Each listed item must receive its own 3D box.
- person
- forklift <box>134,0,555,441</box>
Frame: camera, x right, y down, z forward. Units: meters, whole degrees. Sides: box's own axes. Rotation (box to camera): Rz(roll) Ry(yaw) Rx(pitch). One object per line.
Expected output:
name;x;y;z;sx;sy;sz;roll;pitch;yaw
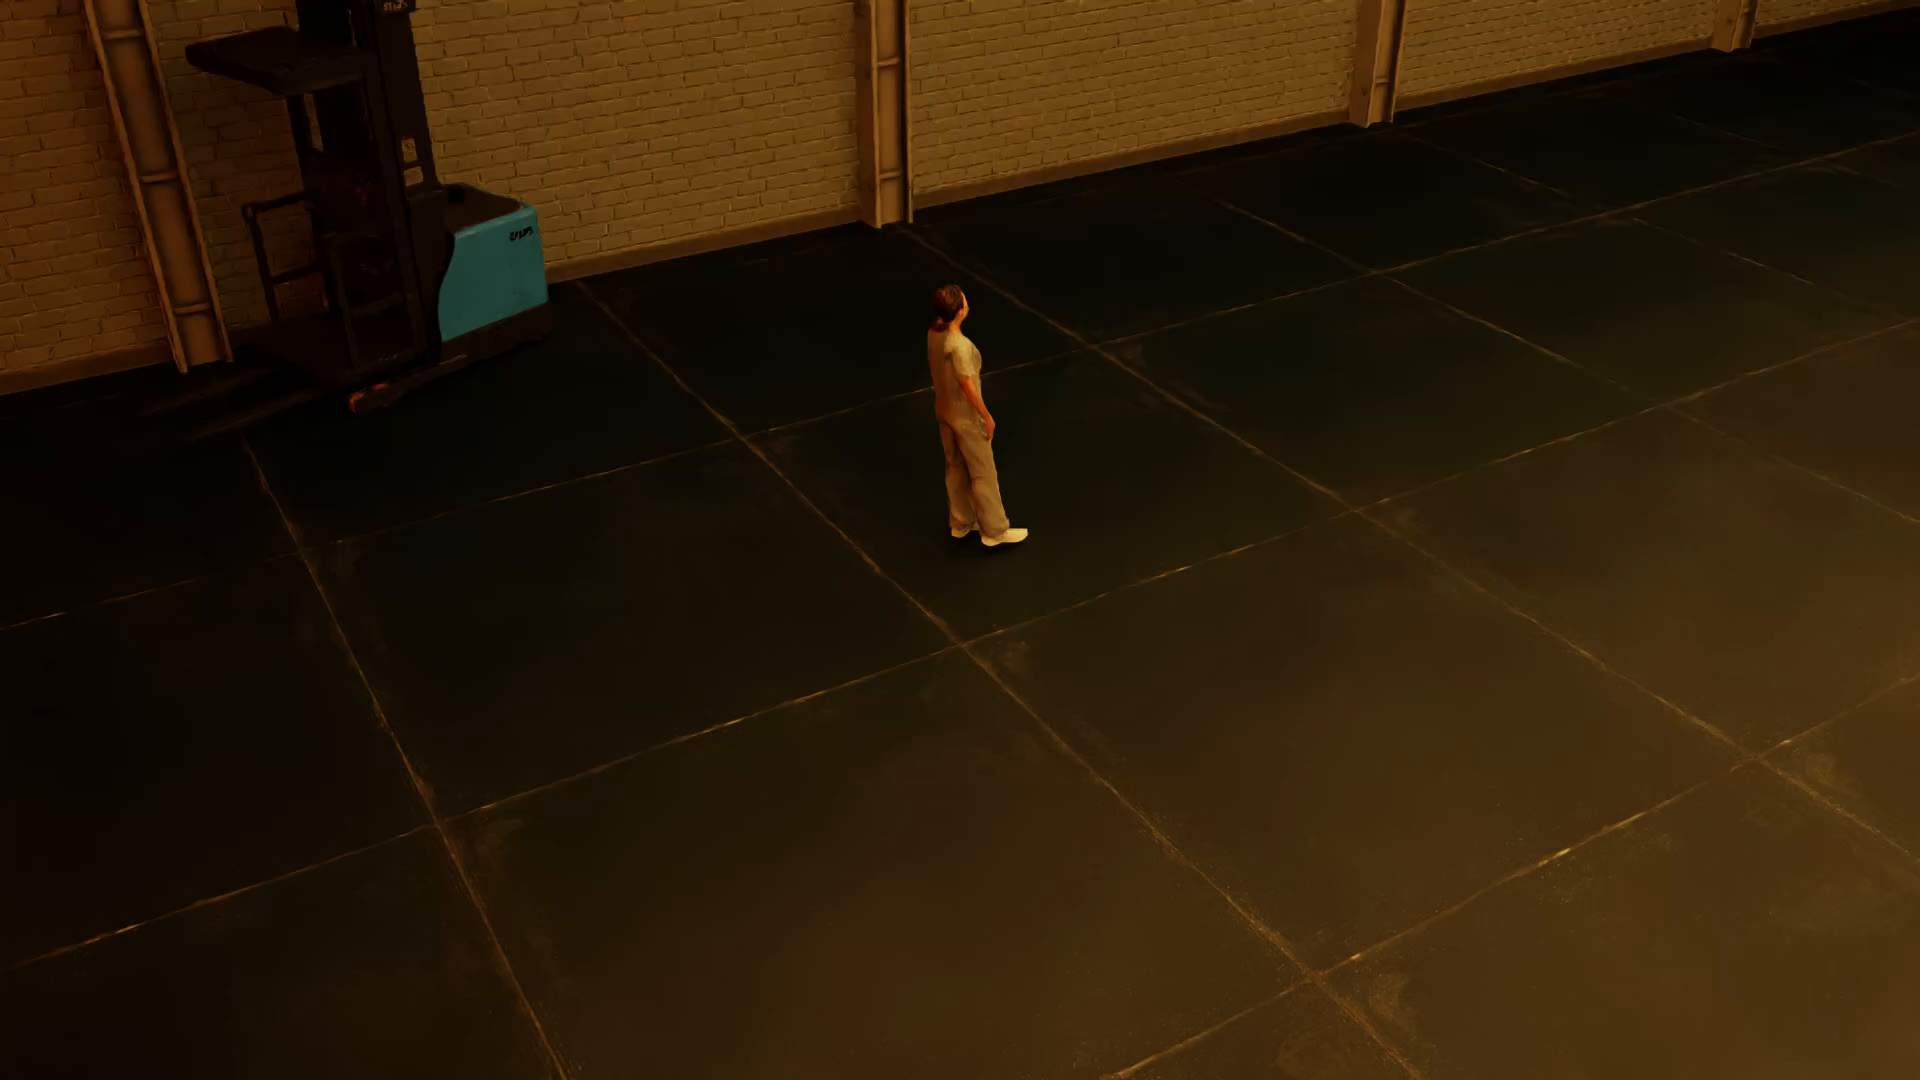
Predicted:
person;0.069;-0.772;10.068;0.549;1.673;0.550;-17;35;-26
forklift;-4.527;-2.447;11.733;1.130;2.935;3.031;23;38;33
